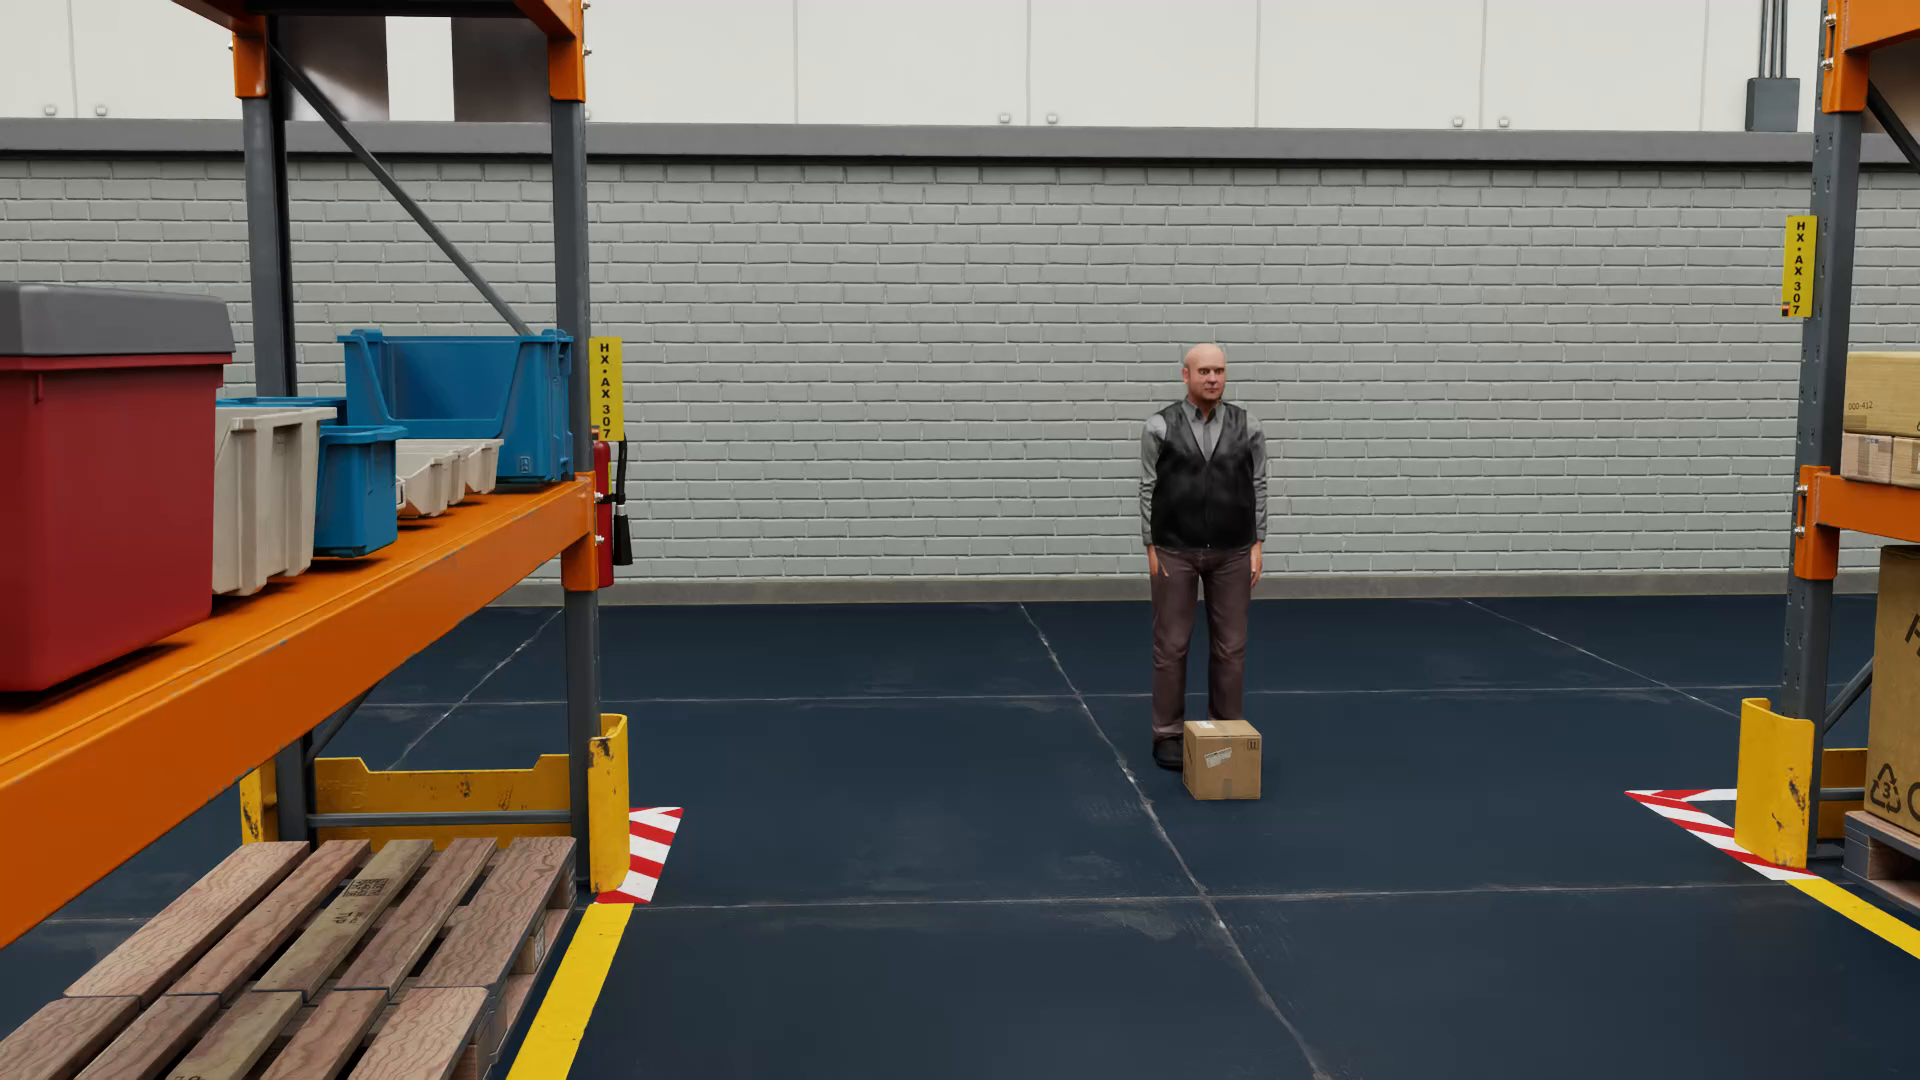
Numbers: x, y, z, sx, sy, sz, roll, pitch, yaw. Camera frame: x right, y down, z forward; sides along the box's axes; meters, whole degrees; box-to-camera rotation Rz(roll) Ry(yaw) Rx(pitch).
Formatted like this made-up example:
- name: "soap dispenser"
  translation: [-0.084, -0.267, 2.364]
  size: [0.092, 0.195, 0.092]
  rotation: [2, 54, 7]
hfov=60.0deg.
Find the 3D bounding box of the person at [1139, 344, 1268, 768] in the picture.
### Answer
- name: "person"
  translation: [1.001, 0.063, 6.821]
  size: [0.531, 1.722, 0.357]
  rotation: [0, 7, -2]
